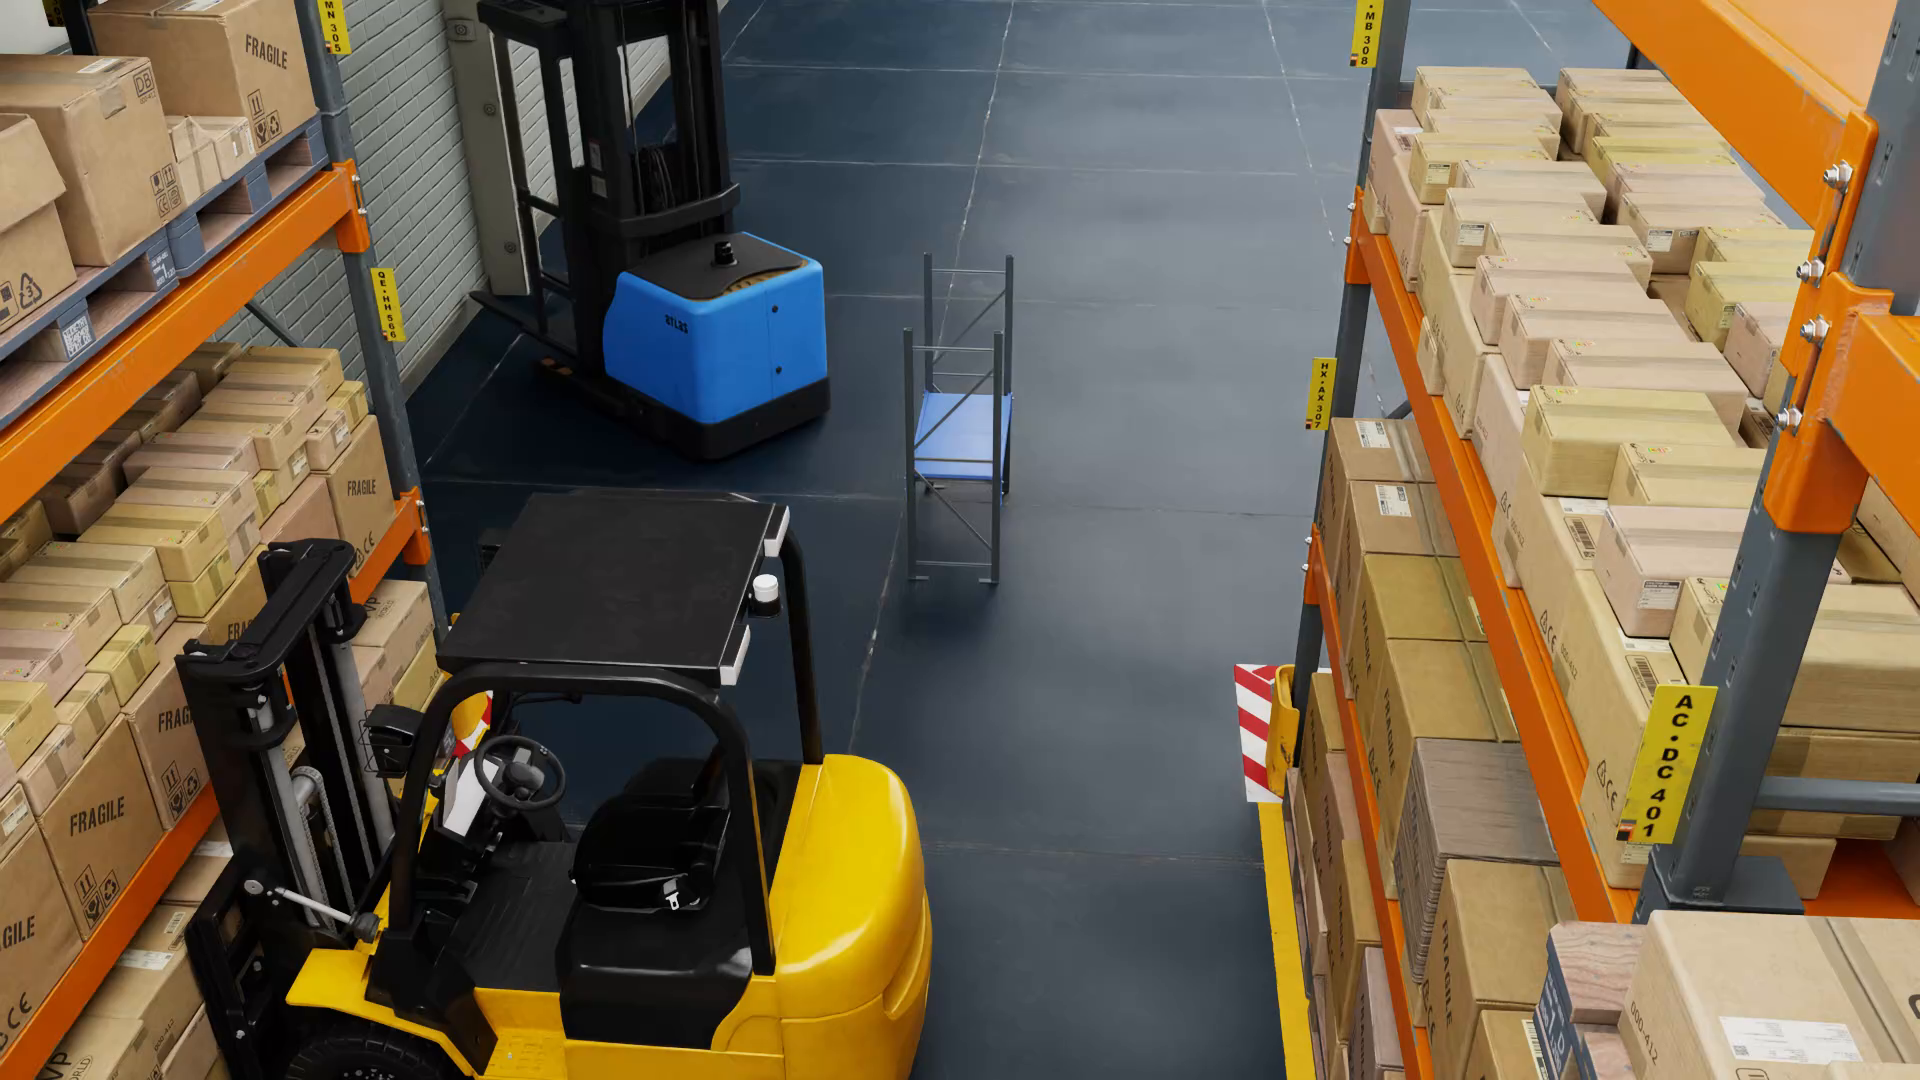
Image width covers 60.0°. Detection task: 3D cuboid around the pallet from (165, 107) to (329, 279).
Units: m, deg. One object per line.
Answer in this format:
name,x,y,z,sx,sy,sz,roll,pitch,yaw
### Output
pallet,-3.008,-1.286,5.983,1.003,0.211,1.213,2,32,4

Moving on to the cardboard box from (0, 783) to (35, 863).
cardboard box,-2.855,0.803,4.654,0.380,0.149,0.250,3,32,5

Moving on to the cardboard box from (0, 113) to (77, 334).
cardboard box,-2.986,-0.880,4.646,0.797,0.503,0.637,3,32,6

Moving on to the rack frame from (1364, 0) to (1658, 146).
rack frame,2.023,-2.759,5.430,1.000,3.000,0.127,2,32,4

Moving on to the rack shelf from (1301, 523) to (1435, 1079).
rack shelf,1.860,1.147,5.496,1.077,0.370,4.000,2,32,4

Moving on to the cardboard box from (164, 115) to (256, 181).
cardboard box,-2.689,-1.361,5.764,0.380,0.149,0.250,2,32,3

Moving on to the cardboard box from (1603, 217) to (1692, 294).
cardboard box,2.170,-0.732,4.859,0.500,0.250,0.500,3,32,5

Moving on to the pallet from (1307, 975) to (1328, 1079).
pallet,1.814,2.081,5.952,1.003,0.211,1.213,2,32,4

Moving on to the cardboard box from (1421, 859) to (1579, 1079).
cardboard box,1.521,1.205,4.338,0.500,0.500,0.500,3,32,6

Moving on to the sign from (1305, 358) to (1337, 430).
sign,1.482,-0.597,6.815,0.100,0.325,0.005,2,32,4

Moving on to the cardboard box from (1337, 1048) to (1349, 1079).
cardboard box,1.557,2.013,5.626,0.500,0.250,0.500,3,32,5

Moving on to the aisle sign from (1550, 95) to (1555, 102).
aisle sign,2.317,-1.332,6.355,0.394,0.787,0.004,2,32,4

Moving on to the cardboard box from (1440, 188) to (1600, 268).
cardboard box,1.582,-0.882,4.723,0.380,0.149,0.250,3,32,5

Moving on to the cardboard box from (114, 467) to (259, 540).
cardboard box,-2.732,-0.128,5.882,0.380,0.149,0.250,3,32,5

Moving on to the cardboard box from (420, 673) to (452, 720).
cardboard box,-2.648,0.836,7.536,0.500,0.250,0.500,3,32,4

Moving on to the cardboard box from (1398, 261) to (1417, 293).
cardboard box,1.685,-0.938,5.573,0.380,0.149,0.250,3,32,5

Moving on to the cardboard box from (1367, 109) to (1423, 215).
cardboard box,1.717,-1.294,5.771,0.500,0.250,0.500,2,32,3

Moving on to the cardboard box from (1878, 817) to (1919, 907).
cardboard box,1.970,0.562,3.139,0.380,0.149,0.250,2,32,3

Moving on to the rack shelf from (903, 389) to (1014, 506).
rack shelf,0.007,-0.530,9.304,0.538,0.185,1.000,2,32,4

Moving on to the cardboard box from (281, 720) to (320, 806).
cardboard box,-2.718,0.936,6.419,0.500,0.250,0.500,3,32,5

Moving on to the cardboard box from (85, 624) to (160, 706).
cardboard box,-2.816,0.394,5.318,0.380,0.149,0.250,2,32,3

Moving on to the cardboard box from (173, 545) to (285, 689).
cardboard box,-2.796,0.349,6.009,0.500,0.500,0.500,2,32,3

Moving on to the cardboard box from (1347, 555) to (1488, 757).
cardboard box,1.629,0.399,5.645,0.500,0.500,0.500,2,32,3

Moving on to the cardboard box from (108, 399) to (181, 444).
cardboard box,-3.227,-0.420,6.356,0.380,0.149,0.250,3,32,5

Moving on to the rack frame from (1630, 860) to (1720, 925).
rack frame,1.698,1.886,3.610,1.000,3.000,0.127,2,32,4

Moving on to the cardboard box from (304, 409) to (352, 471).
cardboard box,-2.664,-0.406,6.616,0.380,0.149,0.250,3,32,5

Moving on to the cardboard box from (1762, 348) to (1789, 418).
cardboard box,2.089,-0.317,3.806,0.380,0.149,0.250,1,32,2

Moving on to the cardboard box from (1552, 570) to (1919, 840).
cardboard box,1.465,0.303,3.179,0.500,0.250,0.500,2,32,4

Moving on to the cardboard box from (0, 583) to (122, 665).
cardboard box,-2.900,0.269,5.238,0.380,0.149,0.250,3,32,4

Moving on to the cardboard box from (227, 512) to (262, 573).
cardboard box,-2.753,-0.002,5.961,0.380,0.149,0.250,1,32,2

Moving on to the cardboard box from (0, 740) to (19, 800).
cardboard box,-2.862,0.672,4.583,0.380,0.149,0.250,3,32,5

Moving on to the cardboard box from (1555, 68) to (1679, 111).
cardboard box,2.290,-1.525,5.767,0.380,0.149,0.250,3,32,4

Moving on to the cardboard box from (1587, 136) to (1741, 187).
cardboard box,2.156,-1.127,5.121,0.380,0.149,0.250,3,32,4

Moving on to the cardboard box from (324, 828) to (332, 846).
cardboard box,-2.725,1.164,6.526,0.500,0.250,0.500,2,32,3

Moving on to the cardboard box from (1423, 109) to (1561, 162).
cardboard box,1.704,-1.277,5.364,0.380,0.149,0.250,2,32,4

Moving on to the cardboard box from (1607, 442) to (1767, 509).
cardboard box,1.561,-0.070,3.405,0.380,0.149,0.250,3,32,5

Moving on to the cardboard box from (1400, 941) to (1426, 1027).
cardboard box,1.499,1.281,4.832,0.380,0.149,0.250,2,32,3

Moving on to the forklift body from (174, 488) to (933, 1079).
forklift body,-1.260,1.015,5.832,2.313,2.155,1.214,2,32,4

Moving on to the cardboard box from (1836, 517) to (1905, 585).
cardboard box,2.039,0.058,3.577,0.500,0.250,0.500,2,32,4

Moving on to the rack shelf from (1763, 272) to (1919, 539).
rack shelf,1.535,0.855,0.633,1.077,0.370,4.000,2,32,4

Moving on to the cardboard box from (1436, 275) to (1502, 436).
cardboard box,1.587,-0.492,4.471,0.500,0.250,0.500,3,32,5

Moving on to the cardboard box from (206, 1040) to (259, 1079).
cardboard box,-2.828,1.894,5.819,0.500,0.250,0.500,3,32,5

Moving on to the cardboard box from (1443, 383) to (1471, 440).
cardboard box,1.590,-0.400,4.701,0.380,0.149,0.250,2,32,3

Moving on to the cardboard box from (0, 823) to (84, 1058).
cardboard box,-2.928,1.140,4.727,0.500,0.500,0.500,3,32,5

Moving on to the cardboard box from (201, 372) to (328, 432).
cardboard box,-2.733,-0.534,6.541,0.380,0.149,0.250,3,32,4

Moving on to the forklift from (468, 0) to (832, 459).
forklift,-2.237,-2.409,10.646,3.031,2.935,1.130,27,41,37

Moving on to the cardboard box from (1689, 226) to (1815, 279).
cardboard box,2.199,-0.722,4.463,0.380,0.149,0.250,3,32,5

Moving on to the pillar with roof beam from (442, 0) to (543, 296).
pillar with roof beam,0.900,-5.597,10.036,9.100,9.000,0.400,2,32,4

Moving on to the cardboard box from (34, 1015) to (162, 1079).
cardboard box,-2.846,1.736,5.122,0.500,0.250,0.500,3,32,4

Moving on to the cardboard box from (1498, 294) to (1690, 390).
cardboard box,1.544,-0.480,4.070,0.380,0.149,0.250,3,32,5

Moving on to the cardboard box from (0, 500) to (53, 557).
cardboard box,-3.378,-0.020,5.706,0.380,0.149,0.250,2,32,3

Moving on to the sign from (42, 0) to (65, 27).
sign,-3.477,-2.125,6.352,0.100,0.325,0.005,2,32,4

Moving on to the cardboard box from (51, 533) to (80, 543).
cardboard box,-3.367,-0.039,6.021,0.380,0.149,0.250,3,32,4

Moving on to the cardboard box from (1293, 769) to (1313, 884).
cardboard box,1.682,1.196,6.950,0.500,0.250,0.500,2,32,4

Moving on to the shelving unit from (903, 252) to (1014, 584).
shelving unit,0.007,-0.683,9.209,0.538,1.500,1.048,2,32,4

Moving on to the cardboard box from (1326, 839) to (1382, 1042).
cardboard box,1.593,1.425,5.864,0.500,0.500,0.500,3,32,5
